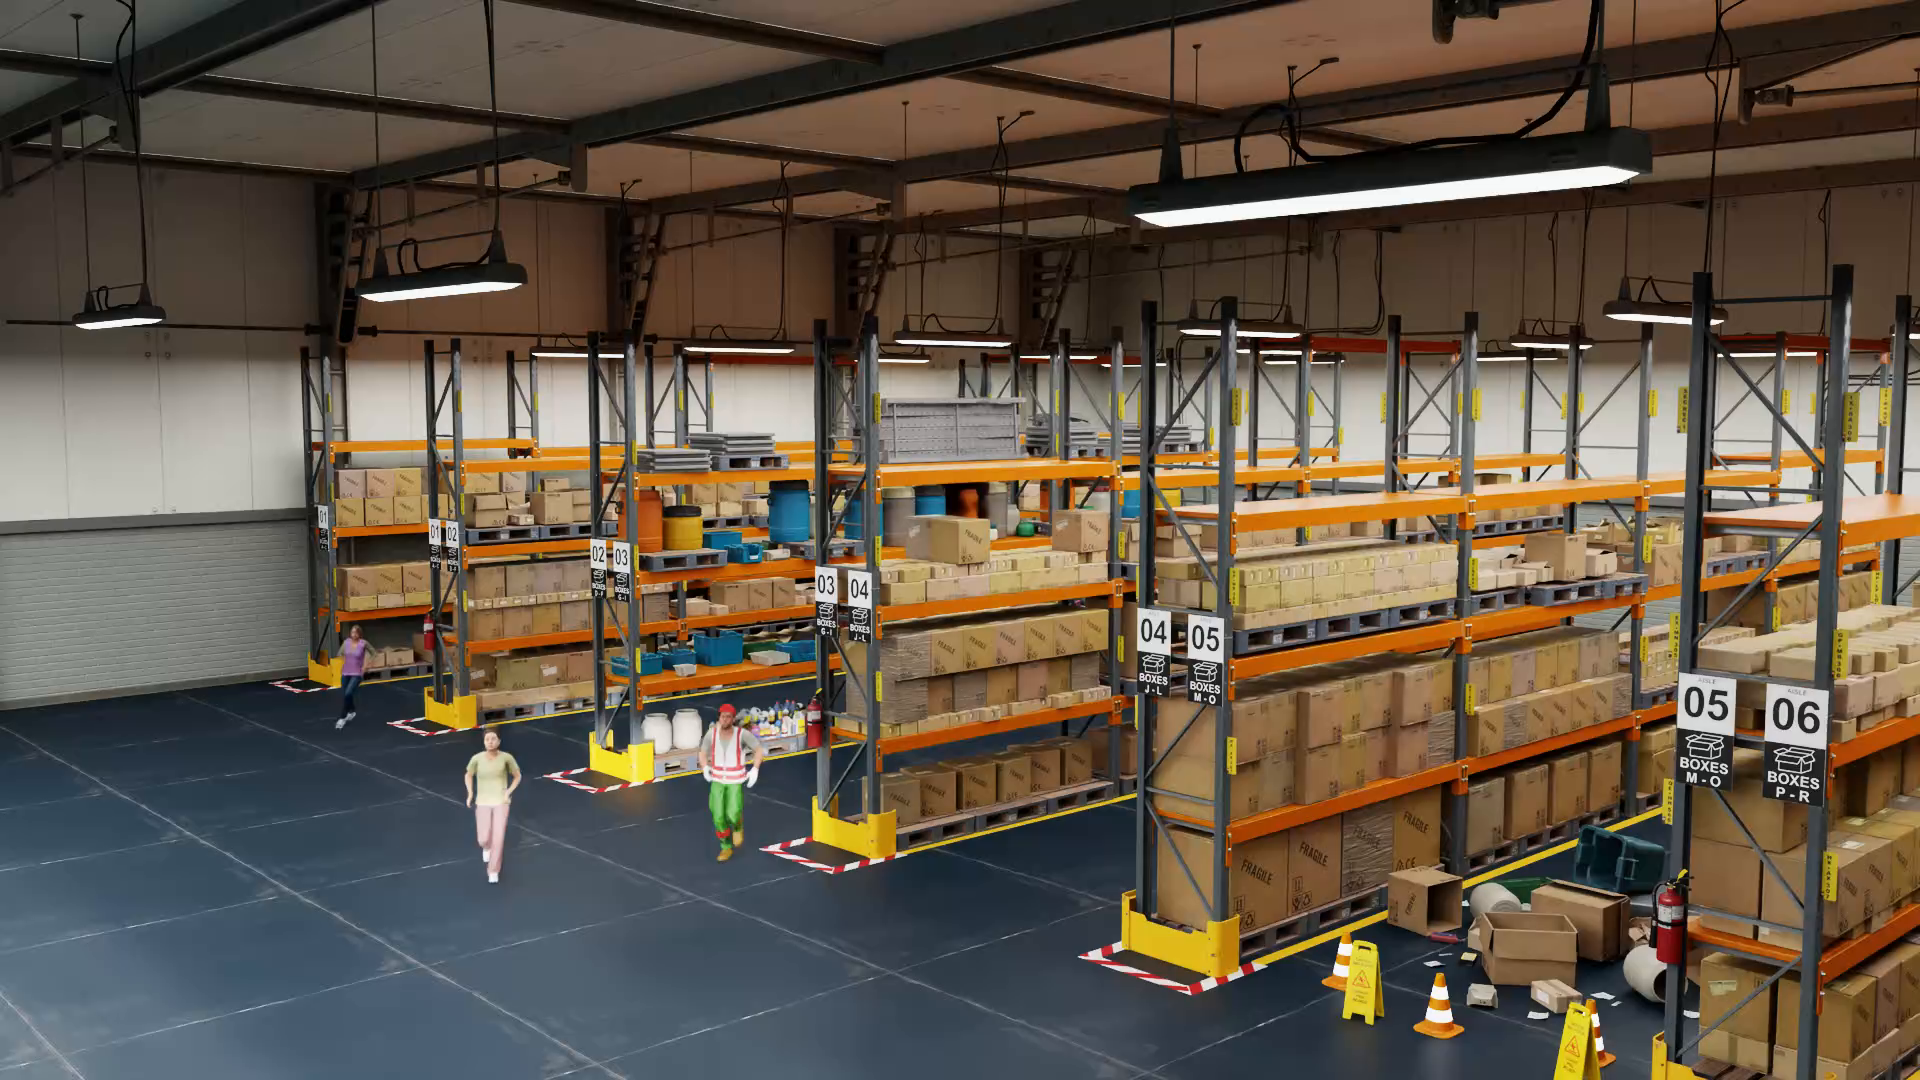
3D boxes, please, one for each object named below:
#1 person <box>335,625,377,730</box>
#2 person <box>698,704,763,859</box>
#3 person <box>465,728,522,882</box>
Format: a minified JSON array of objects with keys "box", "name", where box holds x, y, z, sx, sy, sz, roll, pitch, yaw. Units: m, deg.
[{"box":[-9.403,2.110,25.848,0.561,1.604,0.675,1,5,8],"name":"person"},{"box":[-2.564,2.680,18.476,0.705,1.745,0.633,0,5,5],"name":"person"},{"box":[-4.972,2.806,17.724,0.596,1.619,0.559,-1,5,-11],"name":"person"}]
